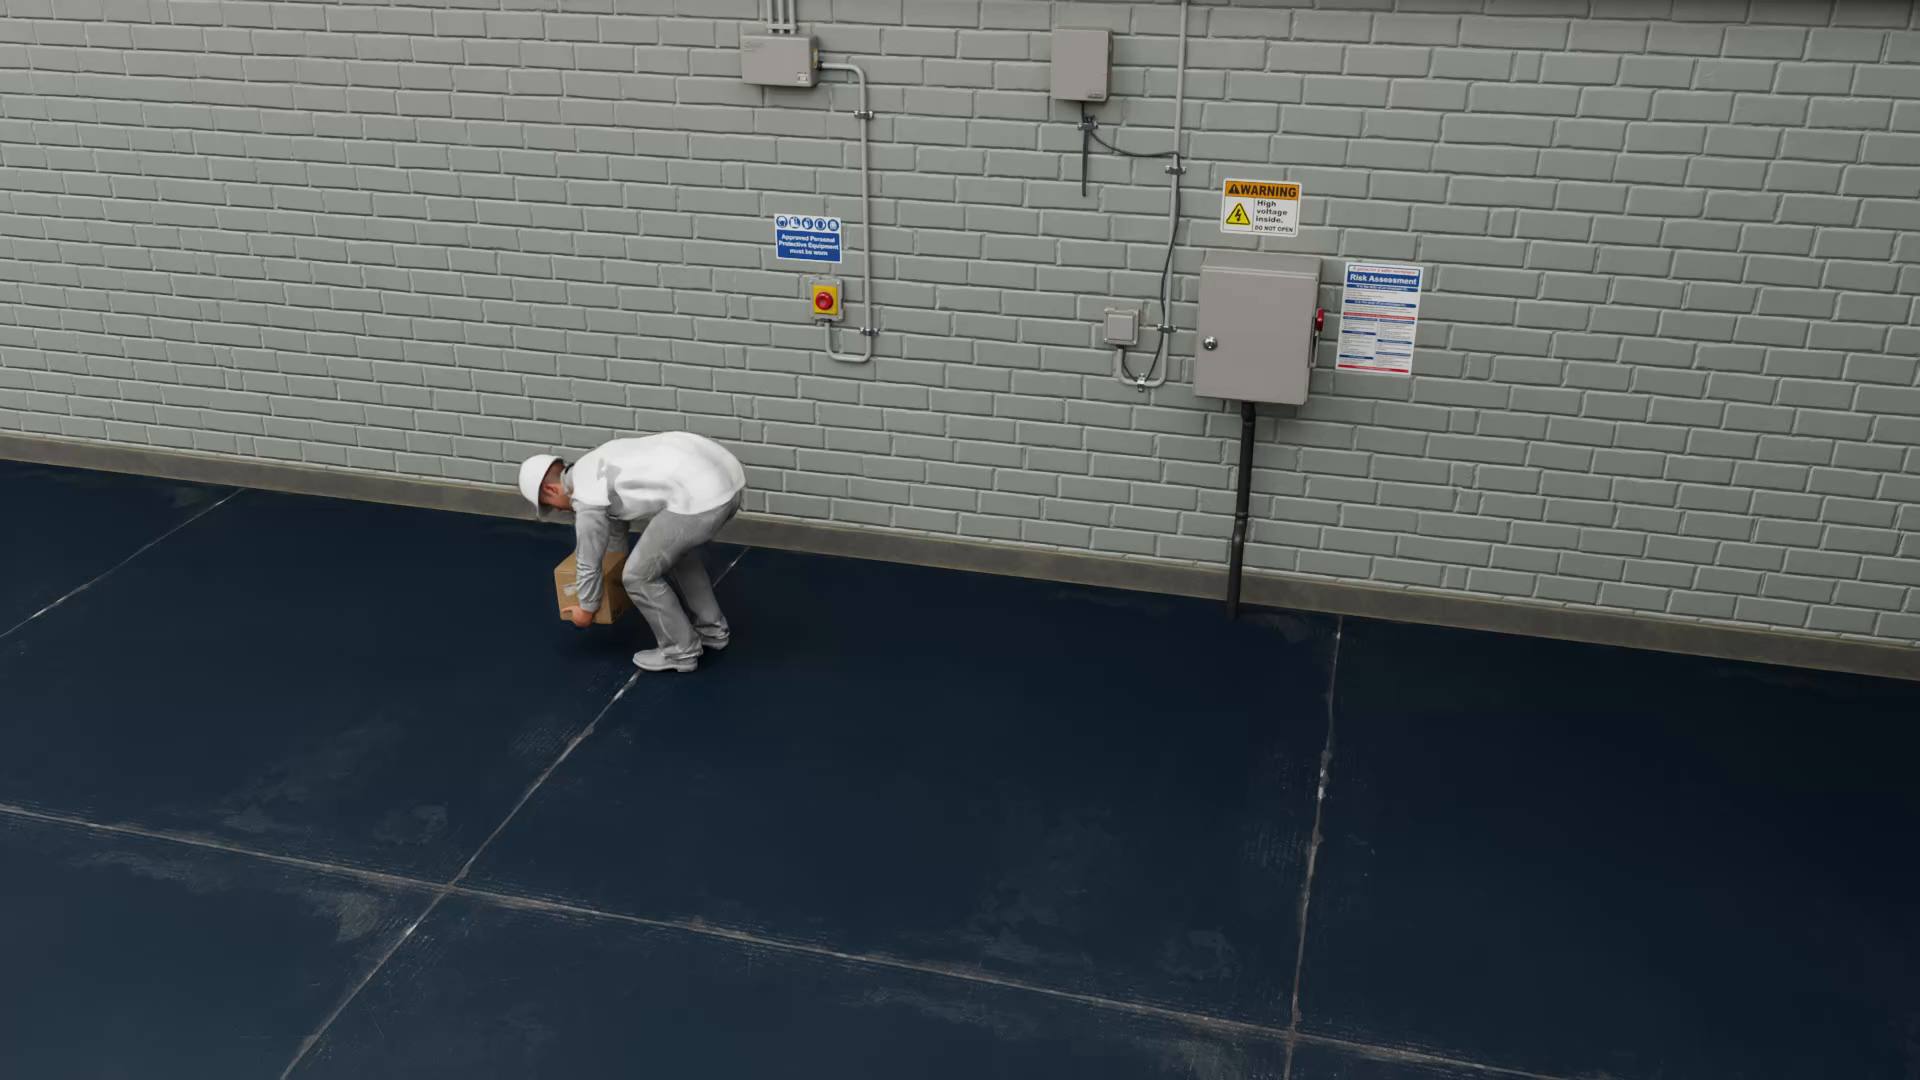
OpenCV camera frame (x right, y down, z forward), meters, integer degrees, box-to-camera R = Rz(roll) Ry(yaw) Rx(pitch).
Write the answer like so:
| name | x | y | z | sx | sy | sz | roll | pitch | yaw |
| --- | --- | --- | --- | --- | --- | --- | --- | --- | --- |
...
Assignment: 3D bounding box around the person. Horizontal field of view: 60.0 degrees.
| name | x | y | z | sx | sy | sz | roll | pitch | yaw |
| --- | --- | --- | --- | --- | --- | --- | --- | --- | --- |
| person | -1.442 | 0.024 | 7.358 | 1.009 | 1.066 | 0.475 | 5 | 26 | 11 |
